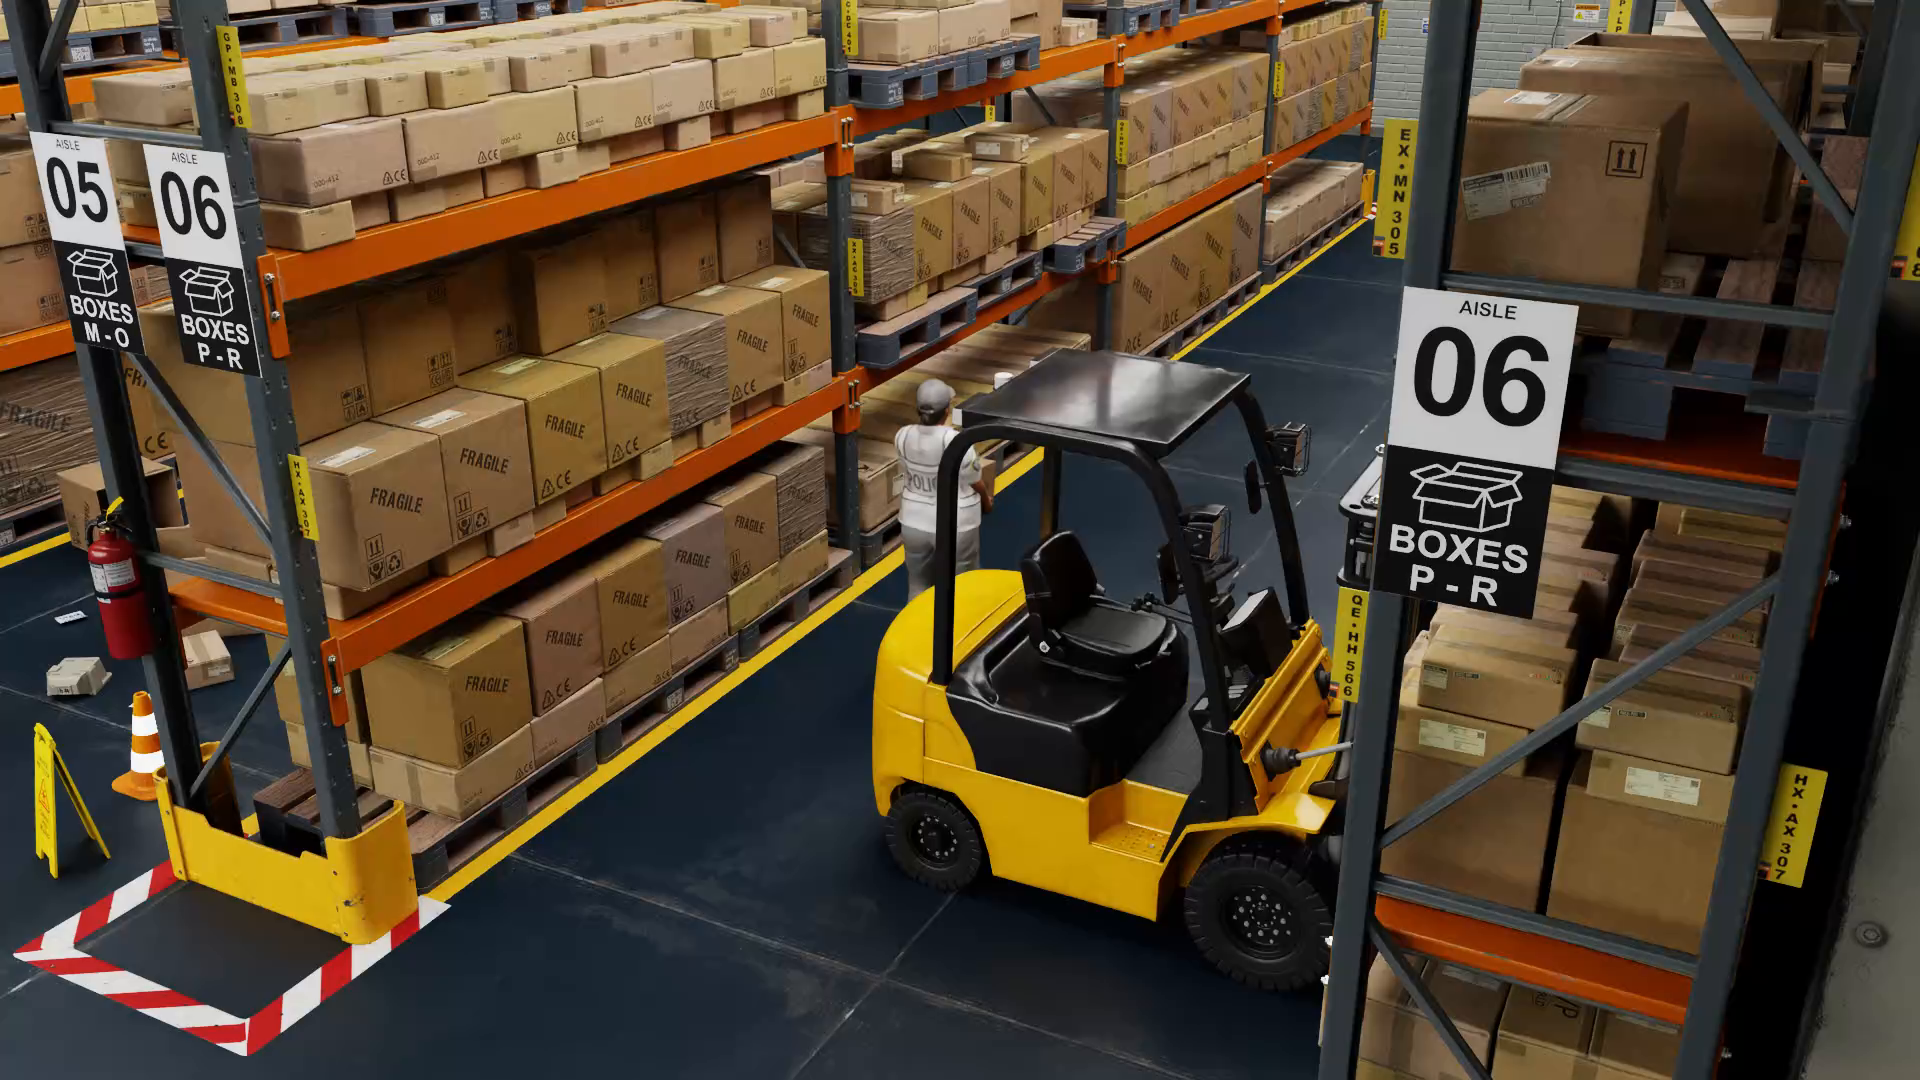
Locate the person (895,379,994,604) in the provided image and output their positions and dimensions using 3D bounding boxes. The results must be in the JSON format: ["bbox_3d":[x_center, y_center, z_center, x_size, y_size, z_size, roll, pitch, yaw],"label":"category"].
[{"bbox_3d":[-0.070,-0.082,8.801,0.455,1.657,0.542,11,25,25],"label":"person"}]
